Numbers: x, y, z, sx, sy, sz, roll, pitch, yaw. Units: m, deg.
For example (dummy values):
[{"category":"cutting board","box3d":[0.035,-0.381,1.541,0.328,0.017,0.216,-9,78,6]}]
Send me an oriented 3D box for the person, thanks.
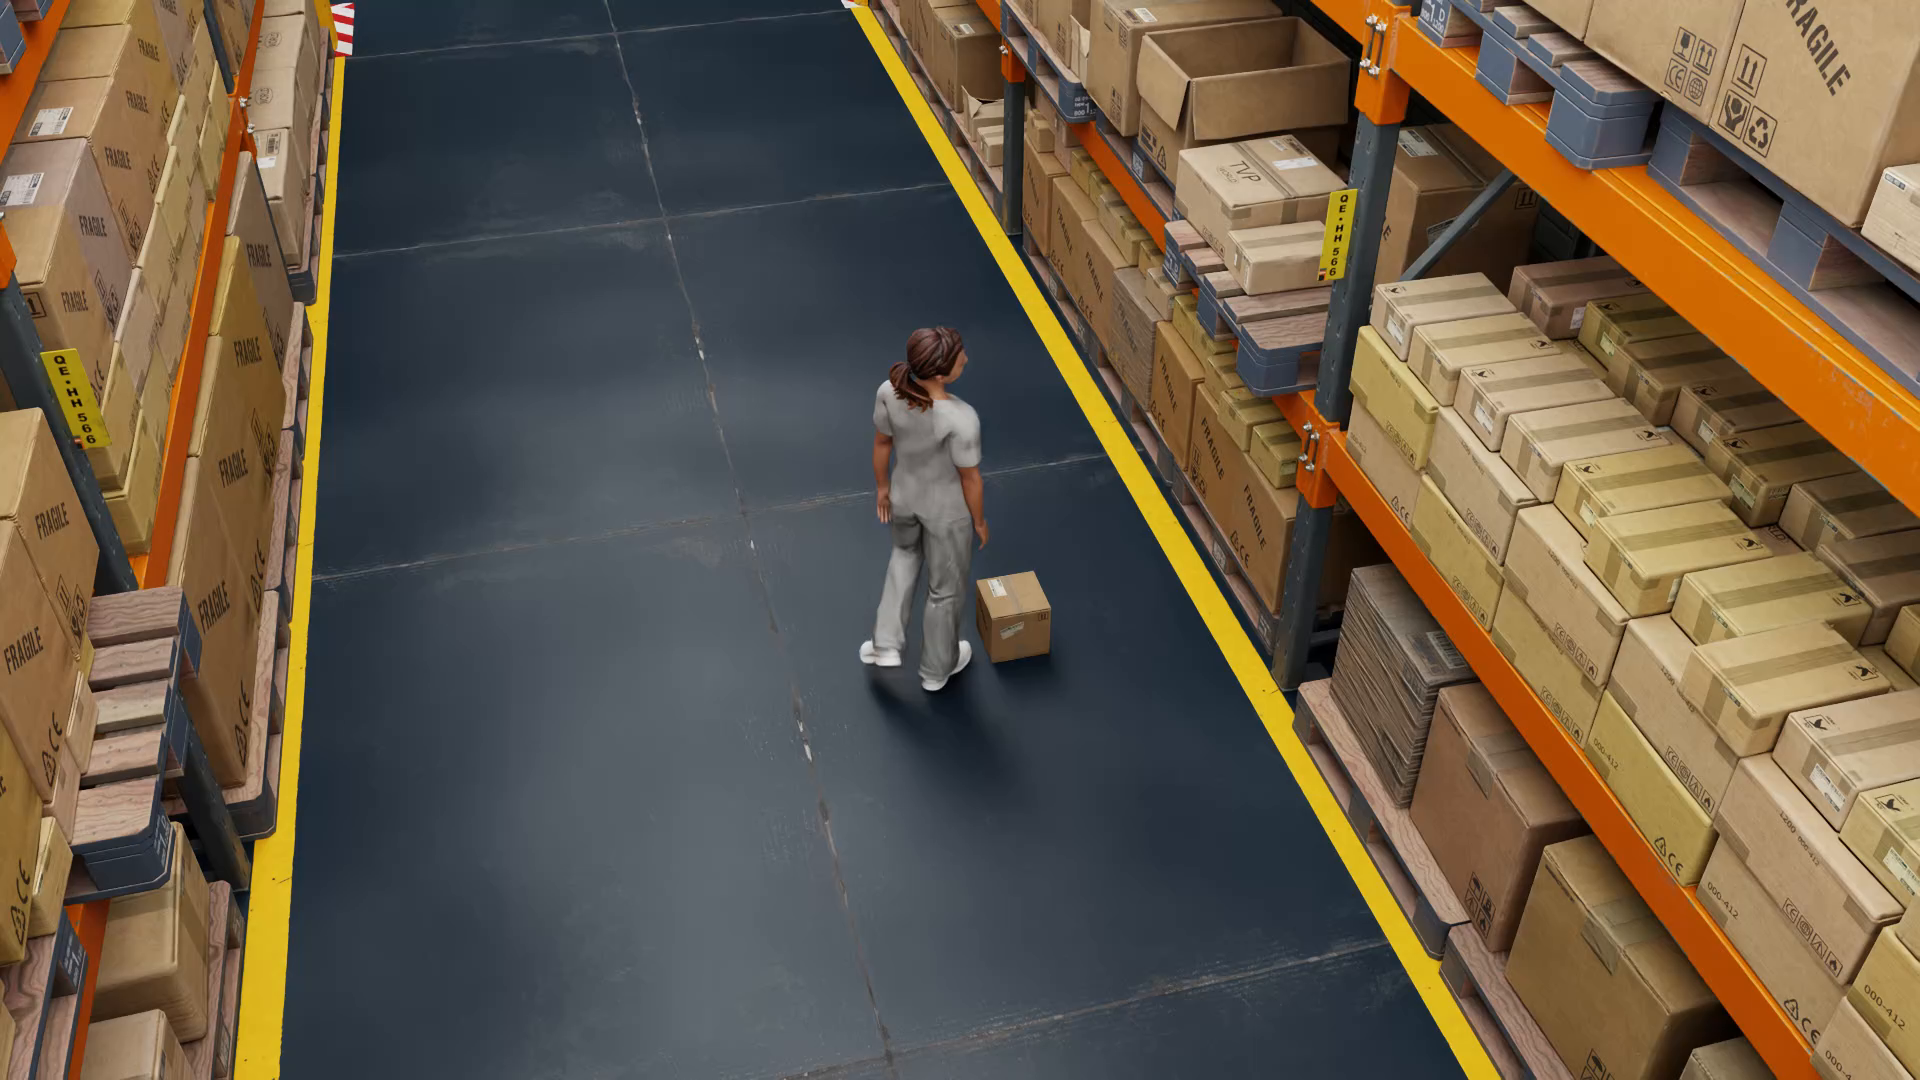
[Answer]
[{"category":"person","box3d":[-0.144,-0.107,6.276,0.504,1.666,0.445,23,44,26]}]
